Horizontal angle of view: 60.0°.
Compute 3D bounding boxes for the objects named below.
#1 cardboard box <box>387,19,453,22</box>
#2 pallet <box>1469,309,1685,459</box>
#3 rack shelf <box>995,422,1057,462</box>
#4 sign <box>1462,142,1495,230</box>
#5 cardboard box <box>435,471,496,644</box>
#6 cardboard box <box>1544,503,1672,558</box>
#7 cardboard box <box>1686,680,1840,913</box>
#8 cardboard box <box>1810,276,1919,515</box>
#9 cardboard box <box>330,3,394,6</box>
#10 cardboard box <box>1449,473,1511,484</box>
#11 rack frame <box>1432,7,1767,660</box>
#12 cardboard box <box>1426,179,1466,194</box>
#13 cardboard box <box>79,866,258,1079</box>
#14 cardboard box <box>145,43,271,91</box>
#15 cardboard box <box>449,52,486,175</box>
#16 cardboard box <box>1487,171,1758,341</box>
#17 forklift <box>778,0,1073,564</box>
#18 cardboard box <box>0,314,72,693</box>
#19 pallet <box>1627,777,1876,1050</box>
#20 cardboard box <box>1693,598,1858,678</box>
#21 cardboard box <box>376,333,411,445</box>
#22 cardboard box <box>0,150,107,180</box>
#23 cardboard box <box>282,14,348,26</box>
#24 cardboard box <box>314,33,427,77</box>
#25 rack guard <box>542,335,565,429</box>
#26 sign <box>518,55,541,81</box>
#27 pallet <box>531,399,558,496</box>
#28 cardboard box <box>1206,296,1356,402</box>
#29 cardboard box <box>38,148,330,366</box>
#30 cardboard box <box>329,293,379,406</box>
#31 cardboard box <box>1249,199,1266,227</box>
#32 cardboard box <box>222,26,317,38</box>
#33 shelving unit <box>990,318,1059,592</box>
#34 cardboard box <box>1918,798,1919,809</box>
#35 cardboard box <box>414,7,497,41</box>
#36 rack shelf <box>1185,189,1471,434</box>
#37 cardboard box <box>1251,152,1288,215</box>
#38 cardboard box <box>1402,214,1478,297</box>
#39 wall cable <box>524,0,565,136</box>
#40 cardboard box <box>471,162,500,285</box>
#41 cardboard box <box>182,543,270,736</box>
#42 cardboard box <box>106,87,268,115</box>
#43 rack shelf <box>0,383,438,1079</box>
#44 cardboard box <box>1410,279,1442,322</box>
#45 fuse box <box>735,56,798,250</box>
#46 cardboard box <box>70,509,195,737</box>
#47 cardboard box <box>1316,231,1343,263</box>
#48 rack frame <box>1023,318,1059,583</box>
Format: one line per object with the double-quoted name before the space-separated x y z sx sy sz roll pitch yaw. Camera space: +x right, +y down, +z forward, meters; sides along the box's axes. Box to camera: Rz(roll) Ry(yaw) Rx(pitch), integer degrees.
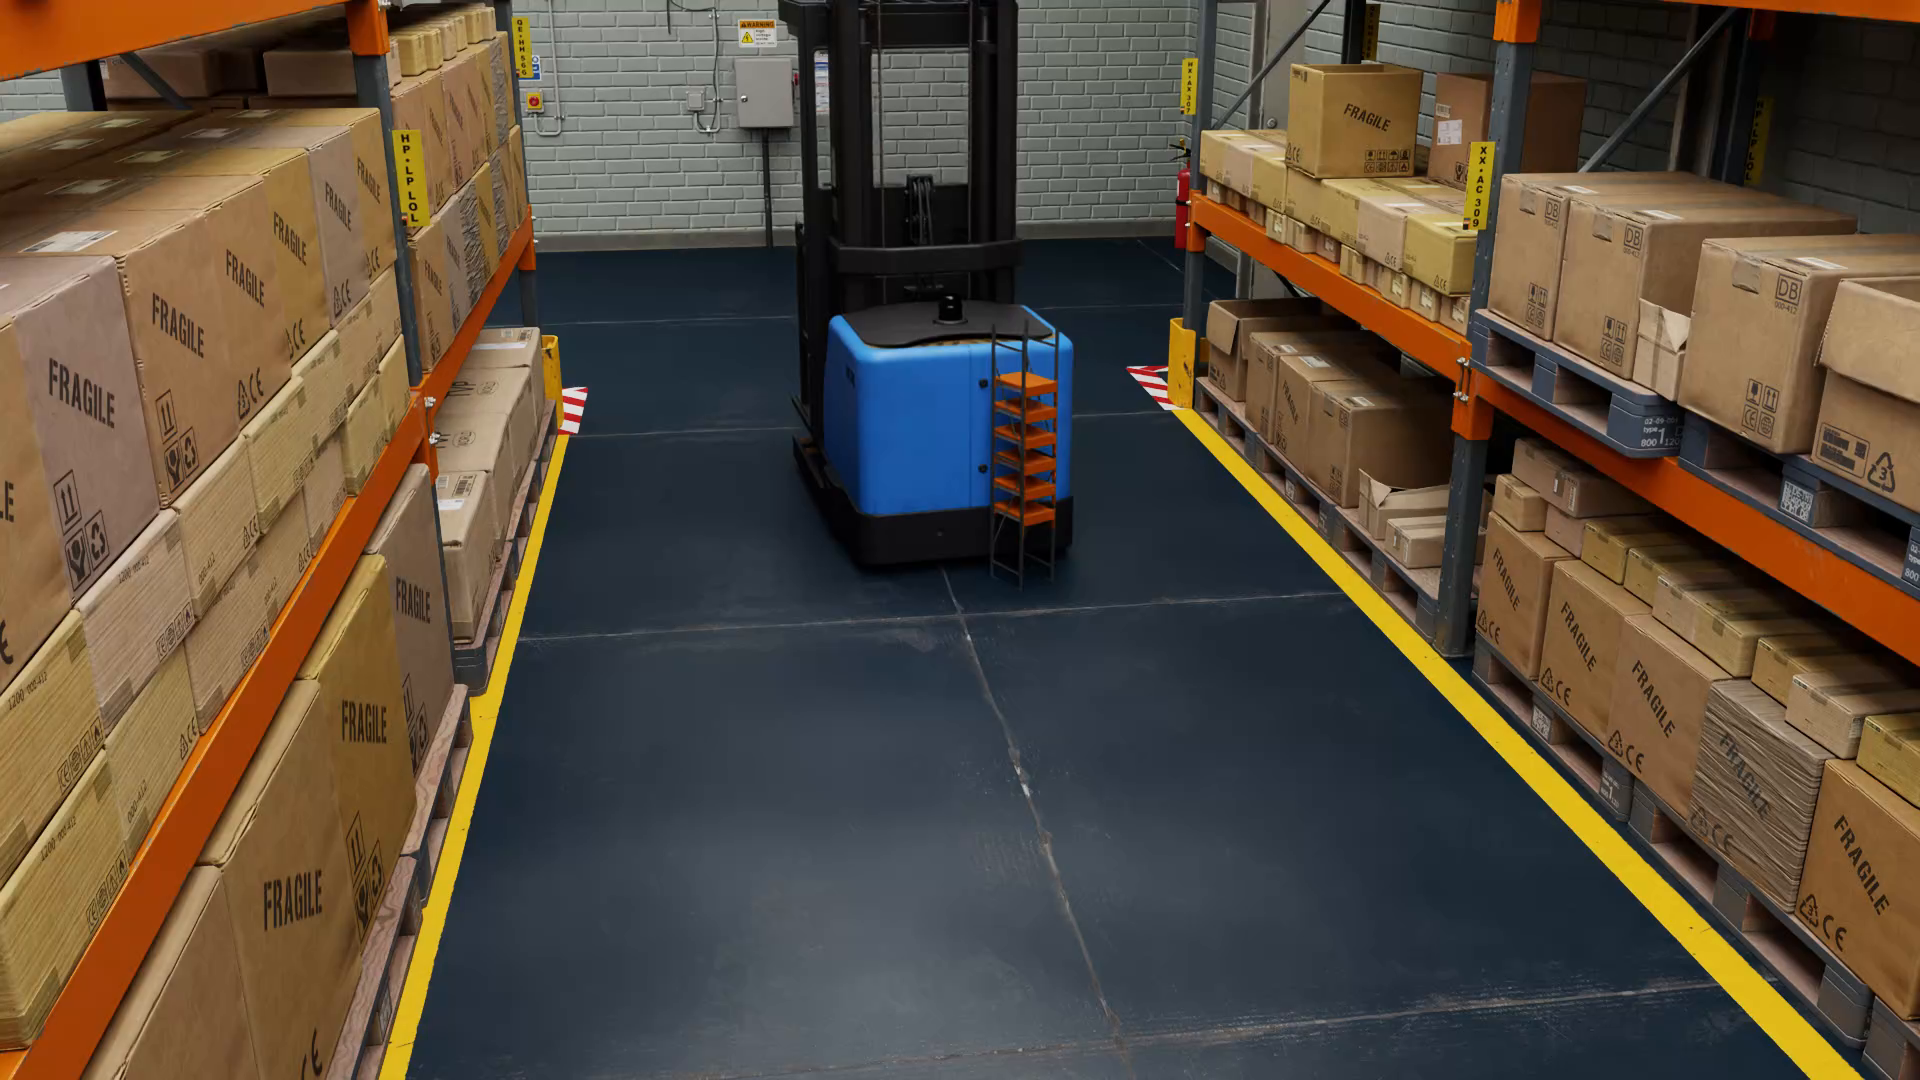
"cardboard box" -2.490 -2.263 7.488 0.380 0.149 0.250 -2 21 -6
"pallet" 2.497 -0.583 5.765 1.003 0.211 1.213 -3 21 -8
"rack shelf" 0.287 -0.448 7.484 0.180 0.103 0.258 -14 25 -33
"sign" 1.954 -1.331 6.255 0.100 0.325 0.005 -3 21 -8
"cardboard box" -2.406 0.077 6.784 0.875 0.438 0.875 -3 21 -9
"cardboard box" 2.395 -0.055 6.122 0.380 0.149 0.250 -3 21 -9
"cardboard box" 2.560 0.735 4.934 0.500 0.500 0.500 -4 21 -10
"cardboard box" 2.648 -0.371 4.175 0.797 0.503 0.637 -3 21 -9
"cardboard box" -3.221 -2.771 8.848 0.380 0.149 0.250 -2 21 -7
"cardboard box" 2.566 -0.207 7.958 0.380 0.149 0.250 -3 21 -8
"rack frame" 2.490 -0.955 6.487 1.000 3.000 0.127 -3 21 -8
"cardboard box" 2.534 -1.561 7.899 0.500 0.250 0.500 -2 21 -7
"cardboard box" -1.862 1.237 3.055 0.875 0.875 0.875 -3 21 -8
"cardboard box" -2.711 -1.710 6.009 0.380 0.149 0.250 -2 21 -6
"cardboard box" -2.450 -1.924 7.508 0.500 0.500 0.500 -3 21 -8
"cardboard box" 2.338 -1.020 5.917 0.700 0.500 0.500 -2 21 -6
"forklift" -0.313 -1.743 8.693 1.130 2.935 3.031 -5 21 -13
"cardboard box" -1.674 -0.017 2.403 0.500 0.500 0.500 -4 21 -10
"pallet" 2.824 1.054 5.092 1.003 0.211 1.213 -3 21 -8
"cardboard box" 2.529 0.302 5.166 0.380 0.149 0.250 -2 21 -6
"cardboard box" -2.107 -0.491 5.457 0.500 0.250 0.500 -3 21 -9
"cardboard box" -2.472 -0.703 4.240 0.500 0.500 0.500 -3 21 -9
"cardboard box" -3.043 -2.409 7.881 0.380 0.149 0.250 -3 21 -7
"cardboard box" -2.317 -1.909 6.540 0.380 0.149 0.250 -3 21 -8
"rack guard" -3.001 -0.926 9.980 1.175 0.500 0.348 -3 21 -8
"sign" -3.890 -4.185 14.748 0.327 0.218 0.001 -3 21 -8
"pallet" -2.805 -0.509 9.278 1.003 0.211 1.213 -3 21 -8
"cardboard box" 1.908 -1.151 9.978 0.797 0.503 0.637 -4 21 -10
"cardboard box" -1.973 -0.721 4.289 0.500 0.500 0.500 -2 21 -6
"cardboard box" -2.038 -0.554 4.913 0.500 0.250 0.500 -2 21 -6
"cardboard box" 1.820 -1.829 9.186 0.380 0.149 0.250 -2 21 -6
"cardboard box" -2.902 -2.059 6.943 0.380 0.149 0.250 -3 21 -9
"shelving unit" 0.287 -0.377 7.511 0.189 1.200 0.258 -14 25 -33
"cardboard box" 2.687 0.662 4.202 0.380 0.149 0.250 -2 21 -6
"cardboard box" -2.567 -2.622 8.449 0.380 0.149 0.250 -3 21 -8
"rack shelf" 2.202 -1.311 8.466 1.077 0.370 4.000 -3 21 -8
"cardboard box" 1.861 -1.889 8.775 0.500 0.250 0.500 -3 21 -9
"cardboard box" 2.175 -1.188 6.900 0.500 0.250 0.500 -2 21 -6
"wall cable" -3.834 -4.530 14.562 0.585 1.953 0.123 -3 21 -8
"cardboard box" -2.438 -1.451 7.672 0.500 0.500 0.500 -2 21 -6
"cardboard box" -1.828 0.211 3.579 0.500 0.250 0.500 -2 21 -6
"cardboard box" -2.763 -1.368 6.020 0.500 0.500 0.500 -3 21 -8
"rack shelf" -2.133 0.326 4.085 1.077 0.370 4.000 -3 21 -8
"cardboard box" 2.135 -1.024 7.030 0.380 0.149 0.250 -2 21 -6
"fuse box" -1.734 -3.491 15.119 0.539 1.711 0.414 -3 21 -8
"cardboard box" -1.747 0.151 3.026 0.500 0.250 0.500 -2 21 -6
"cardboard box" 1.989 -1.470 8.225 0.380 0.149 0.250 -3 21 -8
"rack frame" 0.361 -0.396 7.561 0.006 1.200 0.240 -14 25 -33
